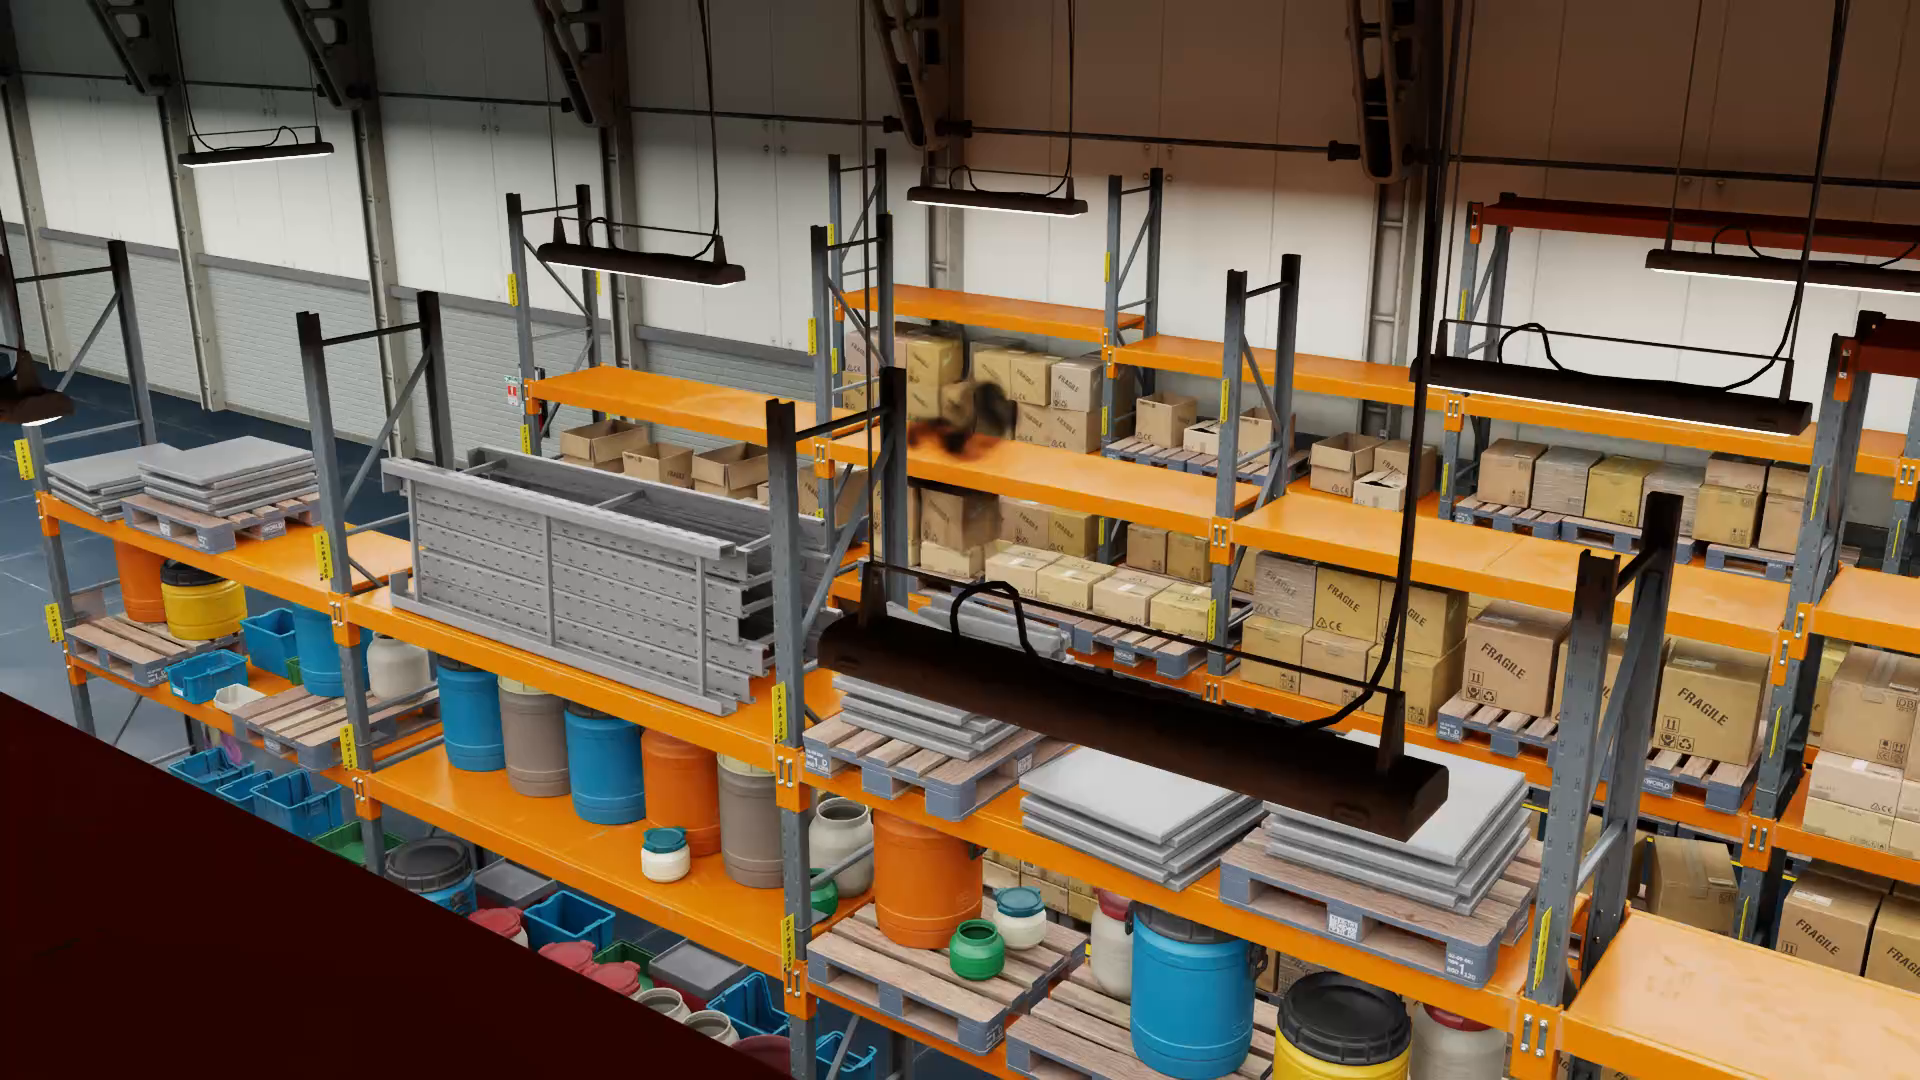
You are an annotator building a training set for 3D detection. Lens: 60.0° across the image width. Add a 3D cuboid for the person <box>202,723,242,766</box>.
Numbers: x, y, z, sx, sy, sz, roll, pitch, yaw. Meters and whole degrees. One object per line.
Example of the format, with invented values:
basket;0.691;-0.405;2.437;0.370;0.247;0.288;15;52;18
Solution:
person;-7.118;2.176;16.214;0.518;1.556;0.580;-3;19;-9
